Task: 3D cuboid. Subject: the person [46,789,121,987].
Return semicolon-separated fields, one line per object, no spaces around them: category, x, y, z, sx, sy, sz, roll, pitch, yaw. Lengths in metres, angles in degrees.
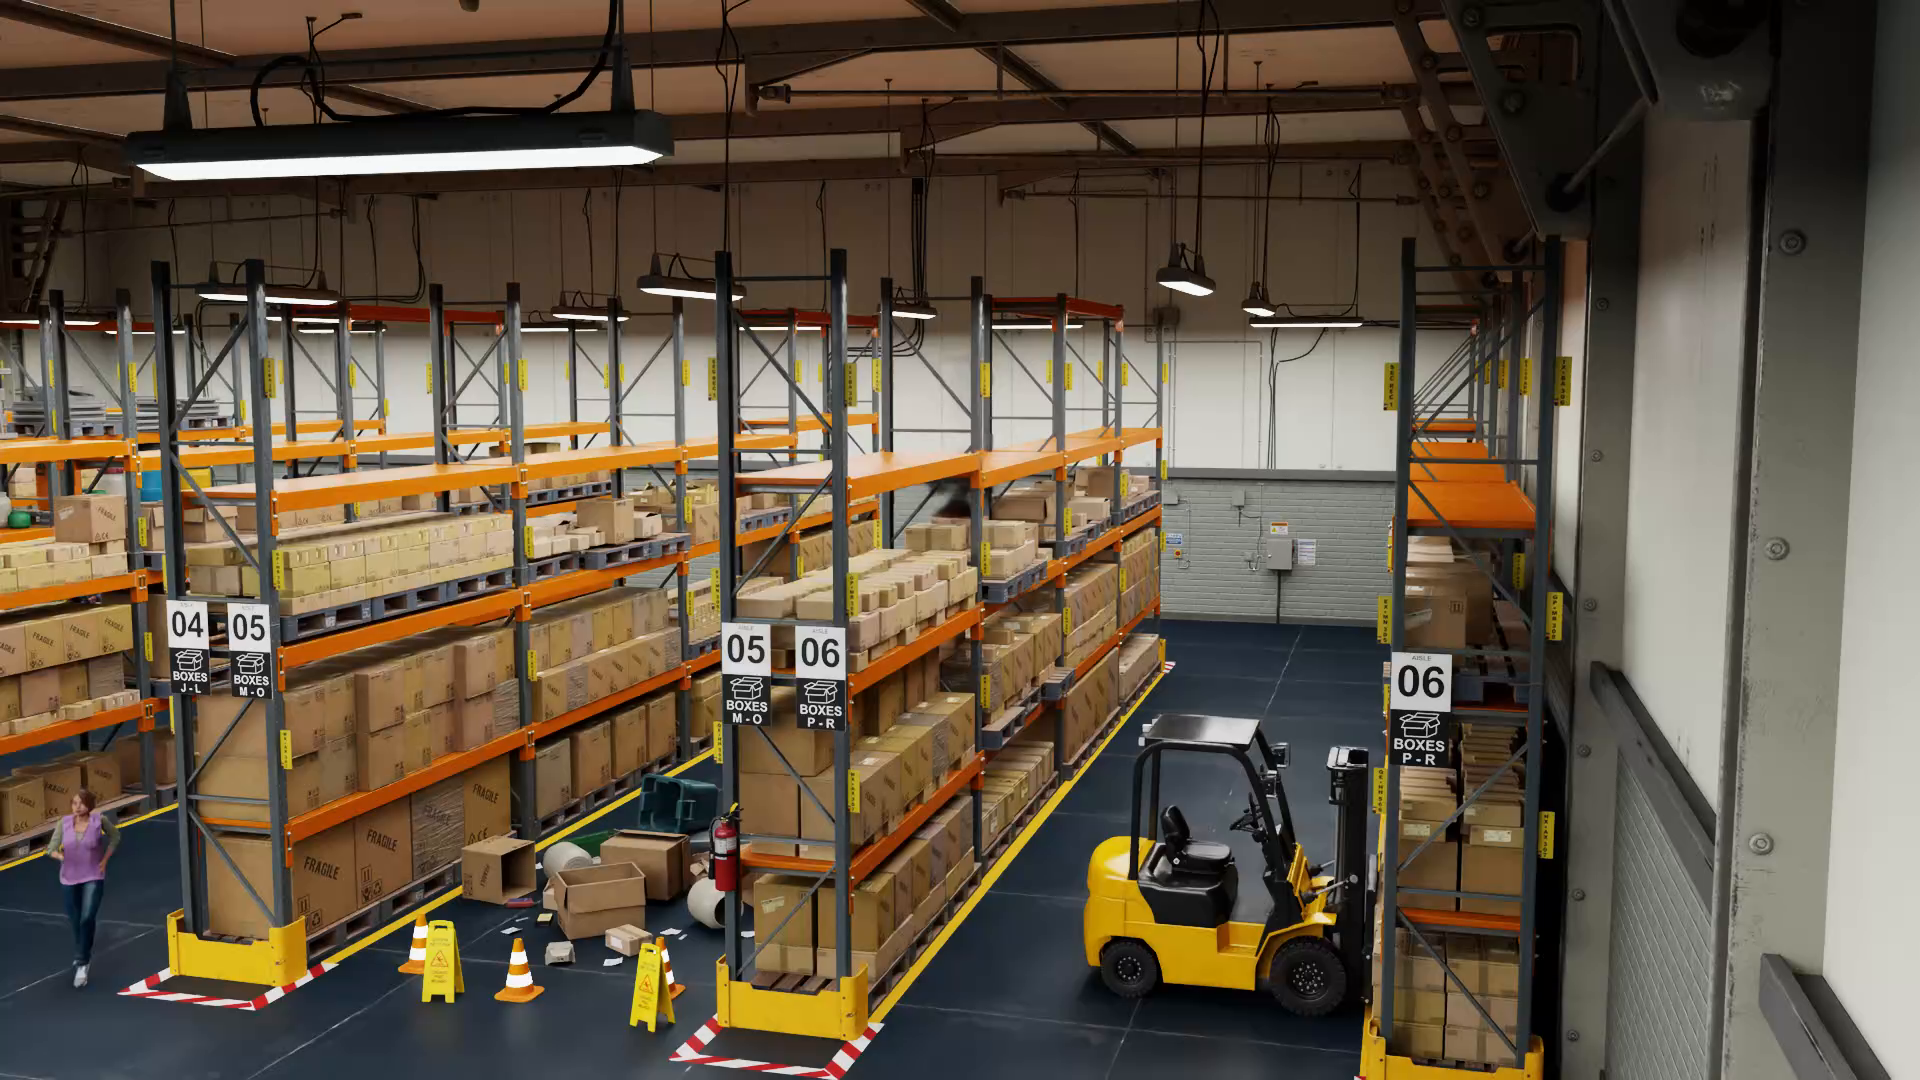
person;-7.387;2.900;14.022;0.532;1.647;0.684;-1;6;-13
